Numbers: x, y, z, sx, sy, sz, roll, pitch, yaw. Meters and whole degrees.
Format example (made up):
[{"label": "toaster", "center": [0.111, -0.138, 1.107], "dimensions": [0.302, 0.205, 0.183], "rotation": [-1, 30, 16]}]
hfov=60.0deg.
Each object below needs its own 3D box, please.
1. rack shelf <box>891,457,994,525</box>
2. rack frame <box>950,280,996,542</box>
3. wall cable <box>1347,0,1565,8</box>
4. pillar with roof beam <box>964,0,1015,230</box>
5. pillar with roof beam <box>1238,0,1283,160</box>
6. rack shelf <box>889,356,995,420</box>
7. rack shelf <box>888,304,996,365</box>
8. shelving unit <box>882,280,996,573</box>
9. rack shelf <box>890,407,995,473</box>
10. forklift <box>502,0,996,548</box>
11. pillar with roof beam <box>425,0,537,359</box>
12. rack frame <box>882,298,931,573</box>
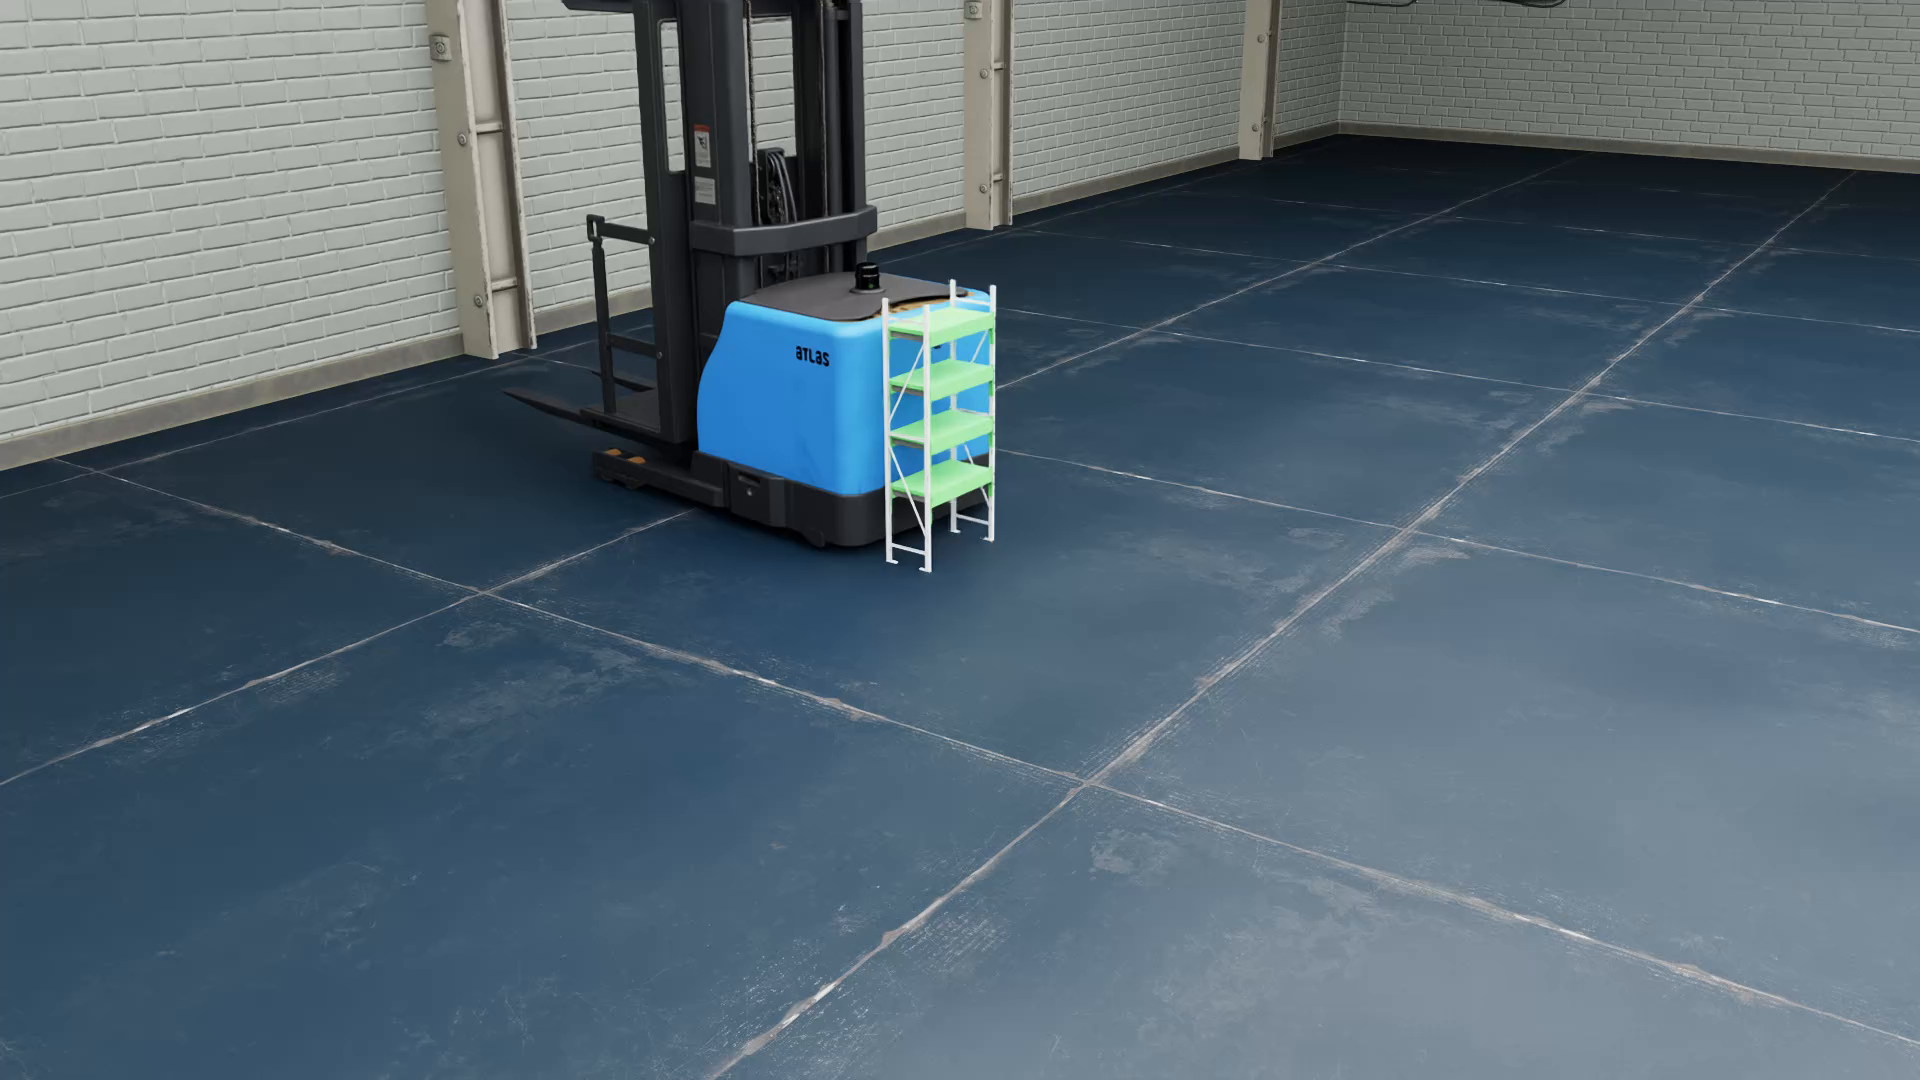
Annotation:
[{"label": "rack shelf", "center": [-0.087, -0.228, 7.527], "dimensions": [0.258, 0.148, 0.480], "rotation": [14, 25, 34]}, {"label": "rack frame", "center": [0.057, -0.581, 7.606], "dimensions": [0.240, 1.200, 0.015], "rotation": [14, 25, 34]}, {"label": "wall cable", "center": [6.390, -8.075, 21.099], "dimensions": [3.097, 2.526, 0.112], "rotation": [13, 24, 32]}, {"label": "pillar with roof beam", "center": [3.827, -6.383, 12.049], "dimensions": [9.100, 9.000, 0.400], "rotation": [13, 24, 32]}, {"label": "pillar with roof beam", "center": [7.200, -8.104, 16.703], "dimensions": [9.100, 9.000, 0.400], "rotation": [13, 24, 32]}, {"label": "rack shelf", "center": [-0.087, -0.678, 7.360], "dimensions": [0.258, 0.148, 0.480], "rotation": [14, 25, 34]}, {"label": "rack shelf", "center": [-0.087, -0.903, 7.277], "dimensions": [0.258, 0.148, 0.480], "rotation": [14, 25, 34]}, {"label": "shelving unit", "center": [-0.087, -0.513, 7.421], "dimensions": [0.258, 1.200, 0.503], "rotation": [14, 25, 34]}, {"label": "rack shelf", "center": [-0.087, -0.453, 7.443], "dimensions": [0.258, 0.148, 0.480], "rotation": [14, 25, 34]}, {"label": "forklift", "center": [-1.254, -1.750, 8.270], "dimensions": [3.031, 2.935, 1.130], "rotation": [17, 27, 39]}, {"label": "pillar with roof beam", "center": [0.455, -4.661, 7.395], "dimensions": [9.100, 9.000, 0.400], "rotation": [13, 24, 32]}, {"label": "rack frame", "center": [-0.231, -0.444, 7.236], "dimensions": [0.240, 1.200, 0.015], "rotation": [14, 25, 34]}]
